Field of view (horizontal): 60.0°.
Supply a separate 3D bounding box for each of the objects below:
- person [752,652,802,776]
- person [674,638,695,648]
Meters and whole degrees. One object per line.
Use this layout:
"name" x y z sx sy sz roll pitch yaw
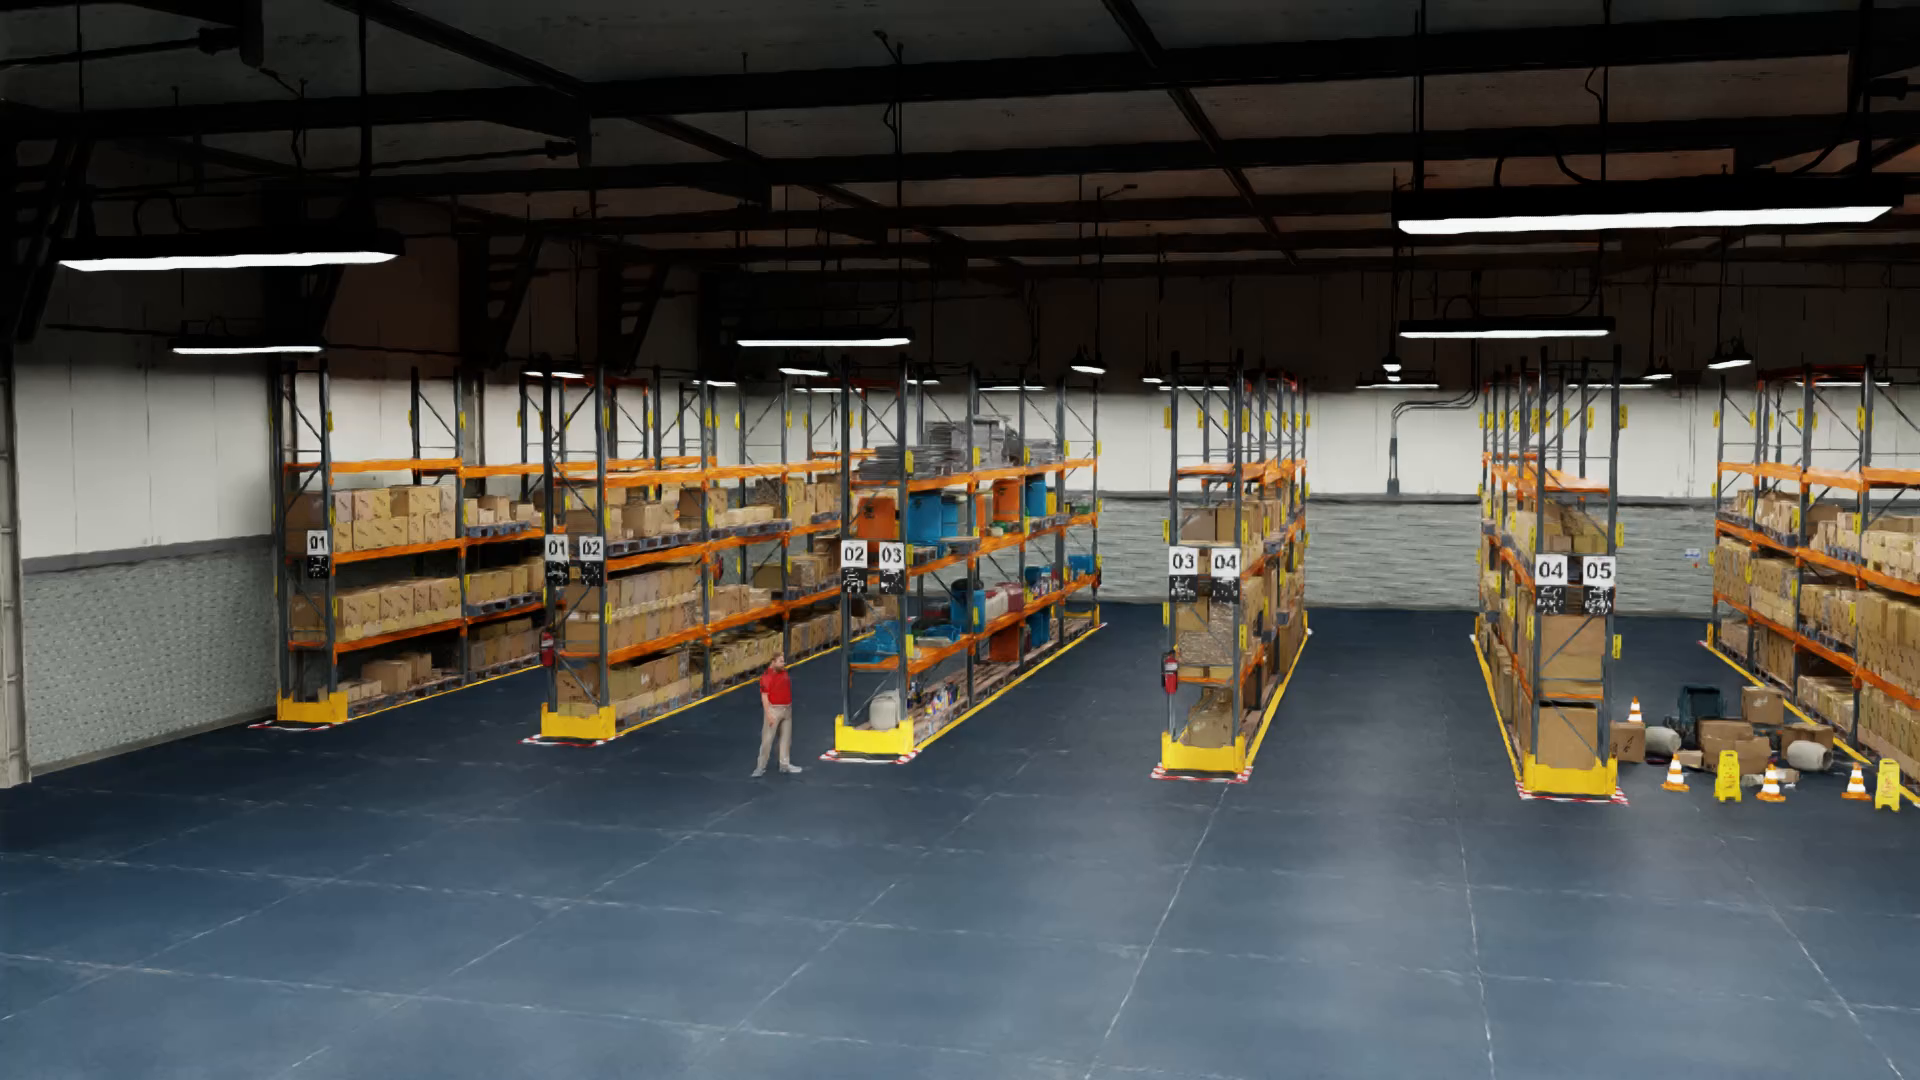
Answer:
"person" -2.614 2.446 23.482 0.447 1.727 0.721 3 5 40
"person" -5.649 1.695 34.118 0.677 1.726 0.574 1 4 13
